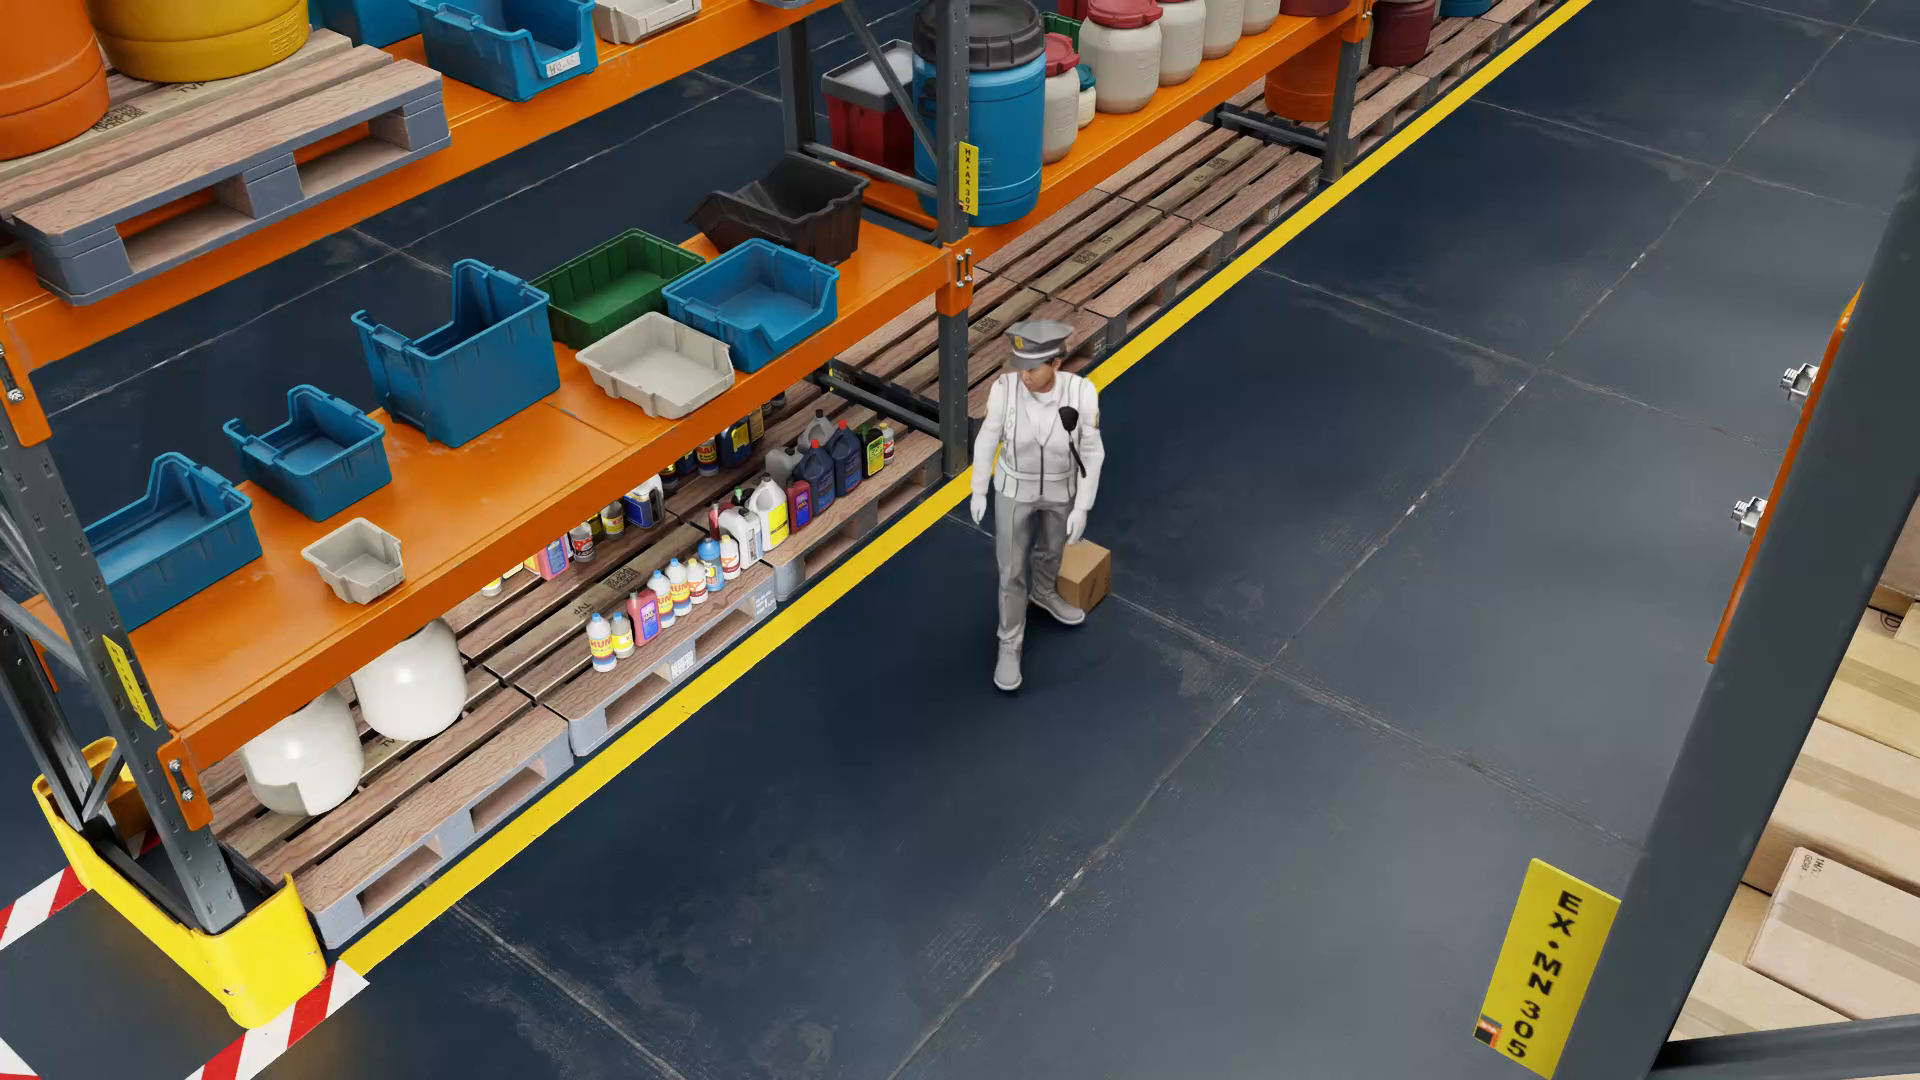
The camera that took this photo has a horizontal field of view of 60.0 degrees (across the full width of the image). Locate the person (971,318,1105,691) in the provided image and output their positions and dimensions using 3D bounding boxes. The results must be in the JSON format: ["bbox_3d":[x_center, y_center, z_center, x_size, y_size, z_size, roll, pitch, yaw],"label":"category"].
[{"bbox_3d":[0.312,-0.181,6.800,0.530,1.649,0.630,-2,39,-3],"label":"person"}]
